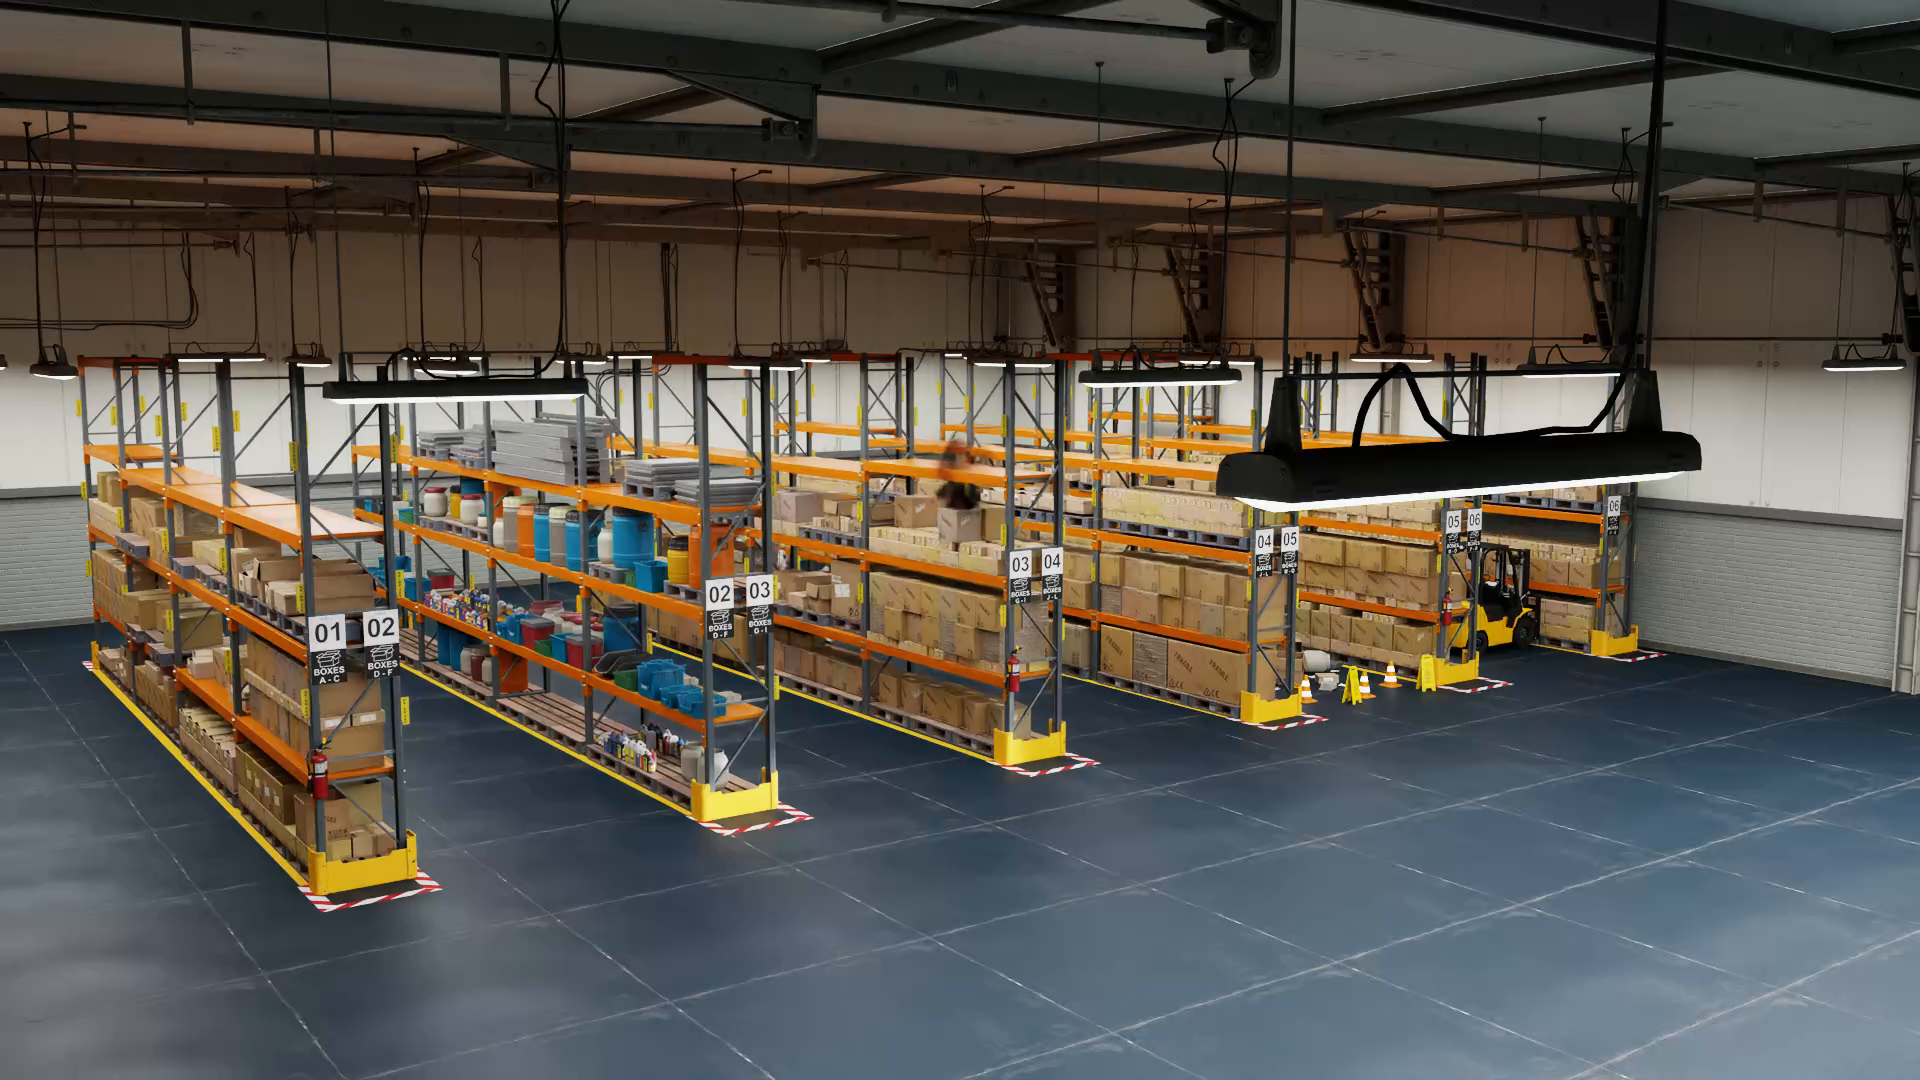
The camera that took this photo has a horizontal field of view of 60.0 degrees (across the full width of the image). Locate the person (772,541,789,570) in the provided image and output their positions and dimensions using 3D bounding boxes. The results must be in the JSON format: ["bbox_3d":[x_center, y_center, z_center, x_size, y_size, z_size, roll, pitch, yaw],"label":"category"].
[{"bbox_3d":[-4.185,0.871,37.869,0.672,1.844,0.929,-4,8,-28],"label":"person"}]

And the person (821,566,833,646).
[{"bbox_3d":[-2.697,1.394,33.630,0.659,1.742,0.708,-6,9,-40],"label":"person"}]

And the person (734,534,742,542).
[{"bbox_3d":[-5.801,0.542,40.743,0.945,1.697,0.860,-6,9,-42],"label":"person"}]
